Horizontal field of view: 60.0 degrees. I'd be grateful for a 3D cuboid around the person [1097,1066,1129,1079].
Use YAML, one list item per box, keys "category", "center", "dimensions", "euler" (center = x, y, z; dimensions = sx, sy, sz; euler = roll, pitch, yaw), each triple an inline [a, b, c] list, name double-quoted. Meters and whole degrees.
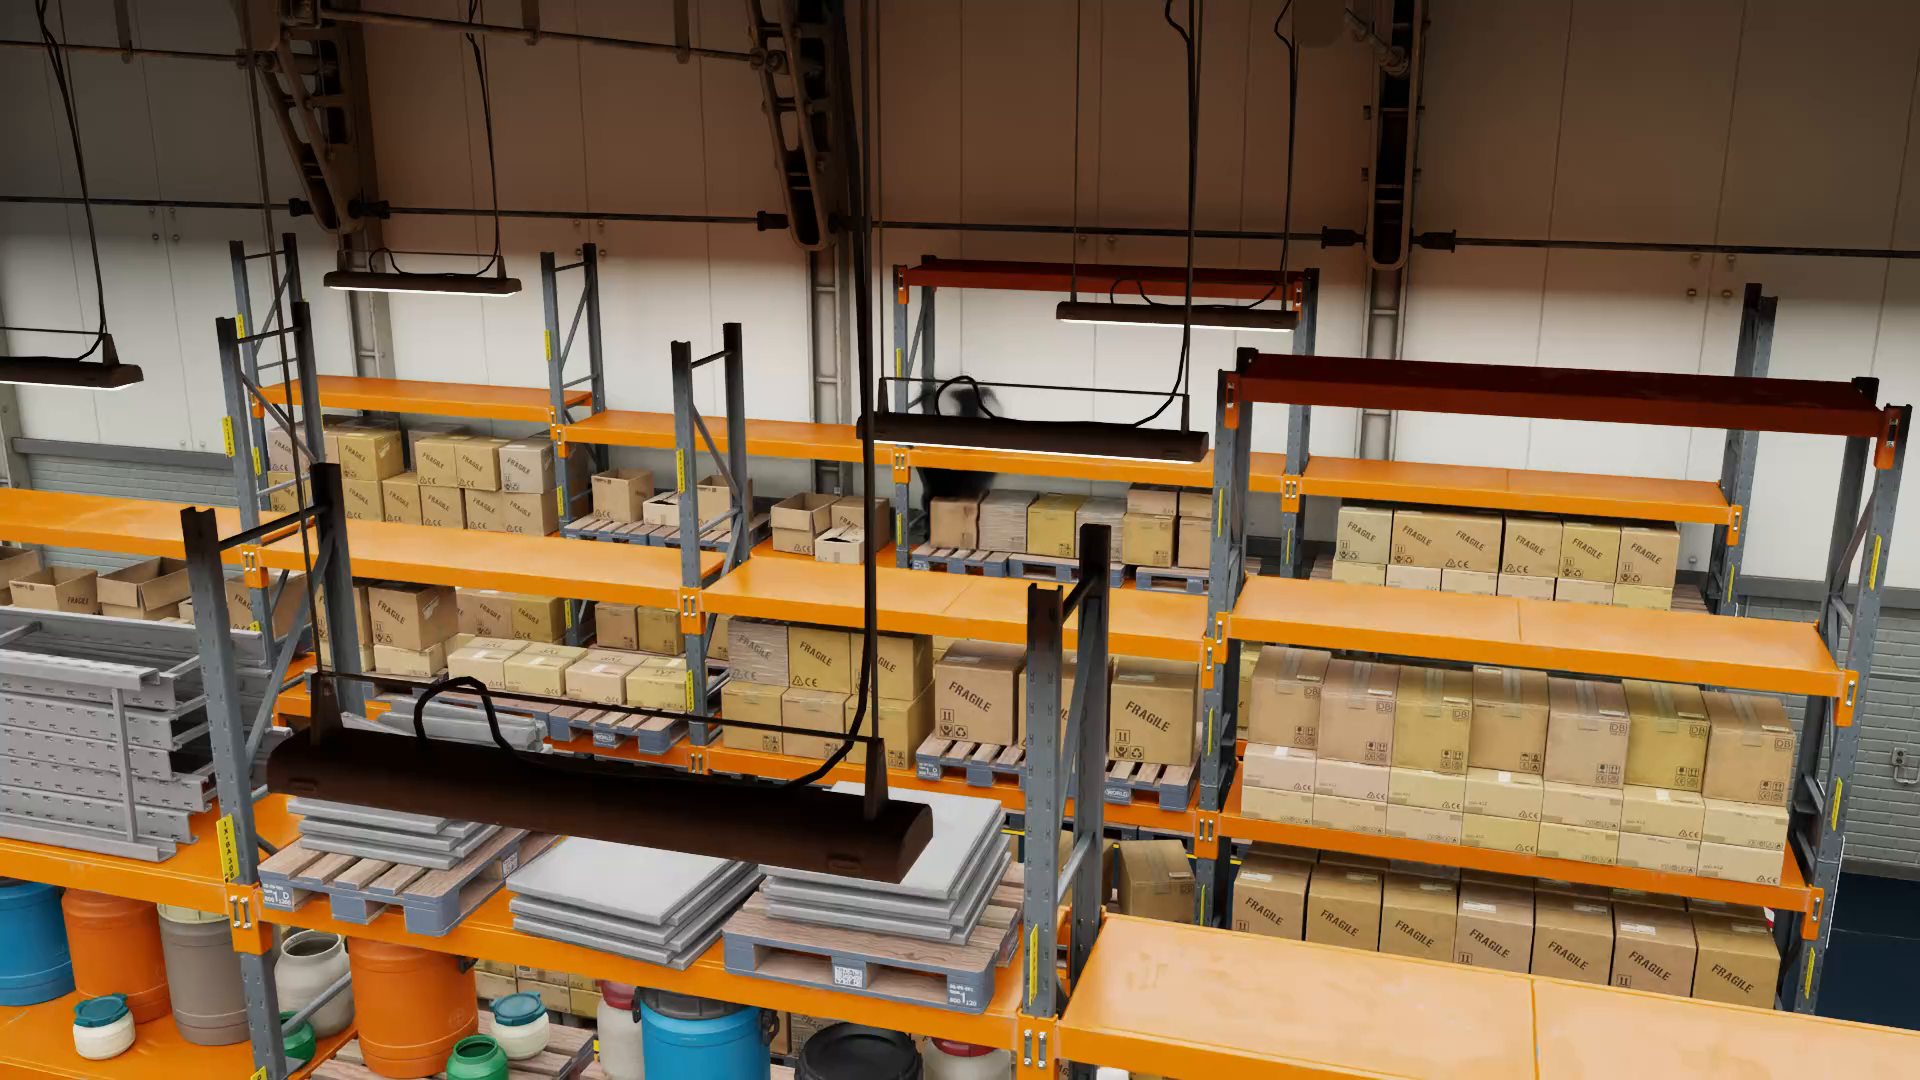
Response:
- category: "person"
  center: [0.944, 4.201, 10.856]
  dimensions: [0.984, 1.778, 0.680]
  euler: [2, 16, 7]
